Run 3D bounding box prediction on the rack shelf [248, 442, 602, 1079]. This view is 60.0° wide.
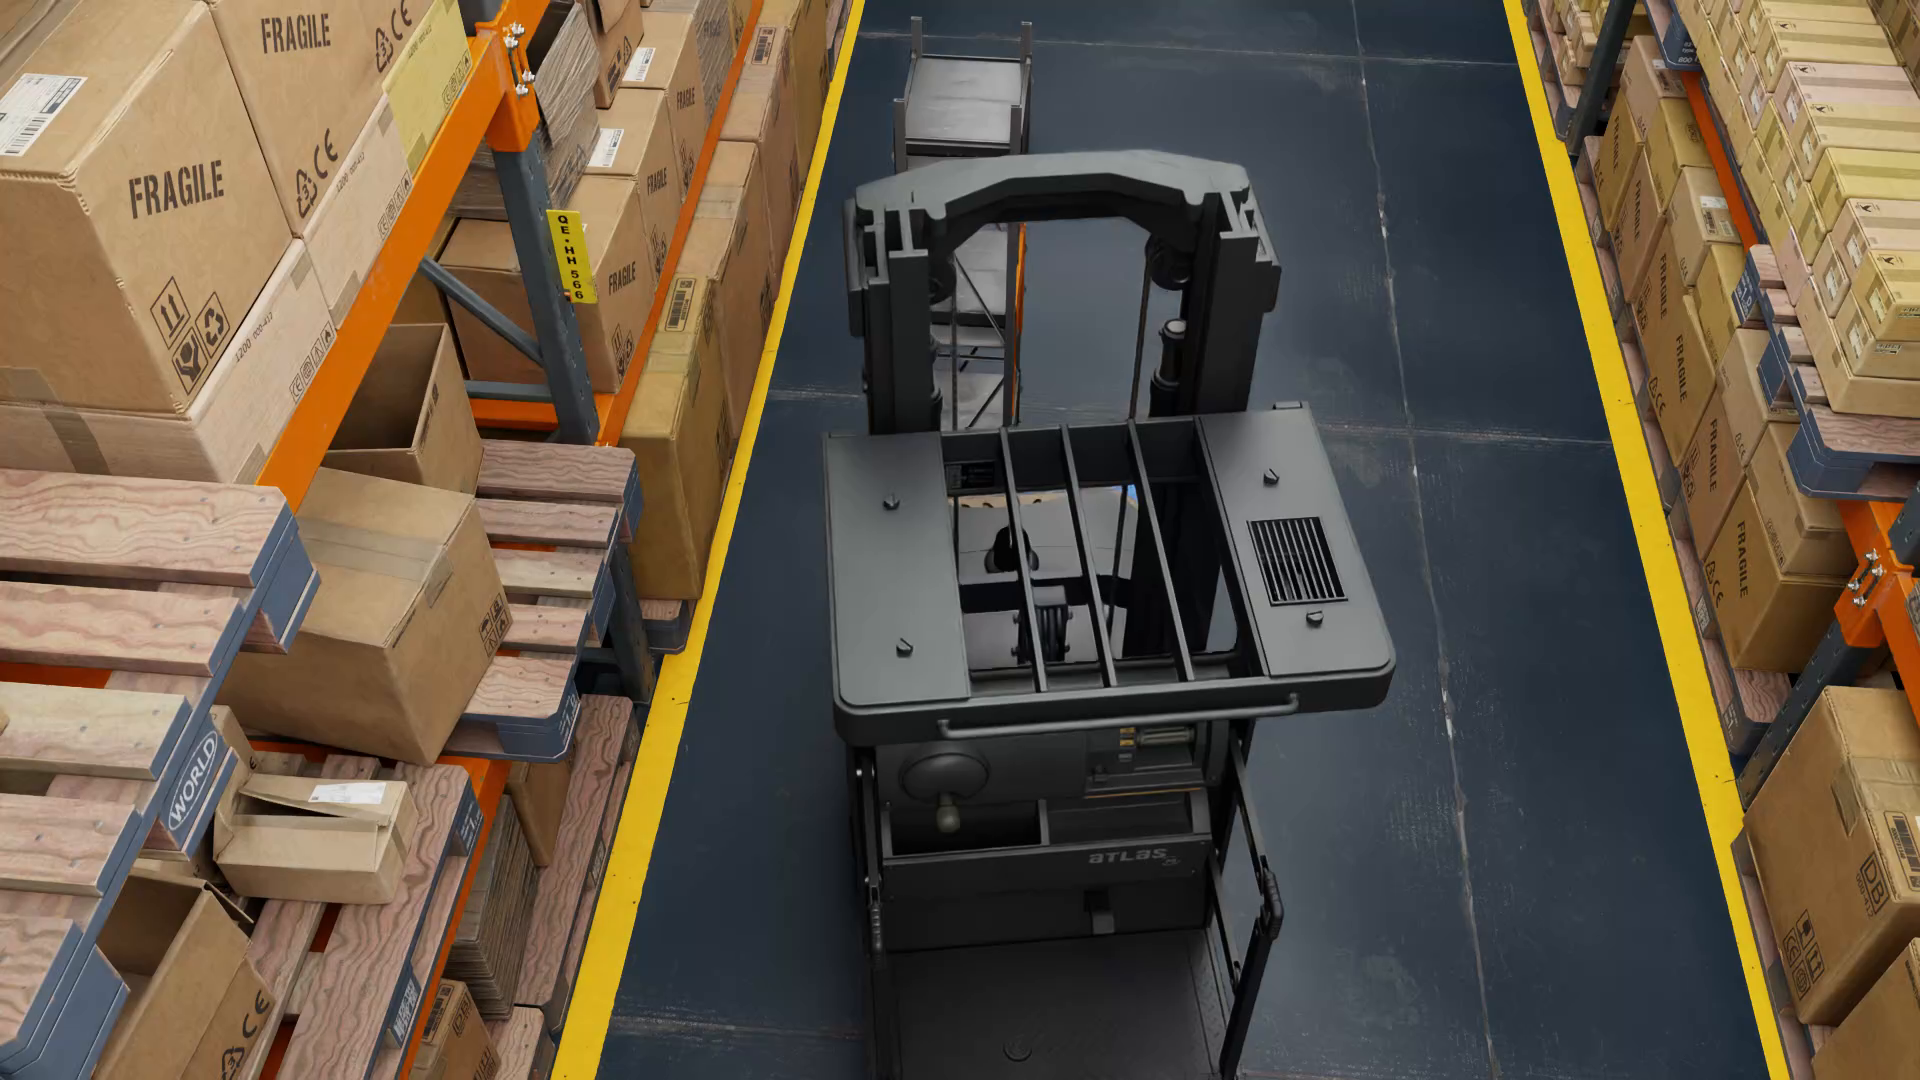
[{"bbox_3d":[-1.833,1.241,4.095,1.077,0.370,4.000,4,48,4],"label":"rack shelf"}]

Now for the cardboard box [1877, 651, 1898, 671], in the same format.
[{"bbox_3d":[3.598,0.136,6.028,0.500,0.500,0.500,2,48,2],"label":"cardboard box"}]

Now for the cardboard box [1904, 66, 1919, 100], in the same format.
[{"bbox_3d":[3.665,-1.601,6.093,0.380,0.149,0.250,2,48,2],"label":"cardboard box"}]

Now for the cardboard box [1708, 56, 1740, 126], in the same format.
[{"bbox_3d":[3.010,-1.656,6.144,0.380,0.149,0.250,2,48,2],"label":"cardboard box"}]

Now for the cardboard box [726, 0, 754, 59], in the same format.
[{"bbox_3d":[-1.149,-2.335,6.811,0.500,0.500,0.500,3,48,3],"label":"cardboard box"}]

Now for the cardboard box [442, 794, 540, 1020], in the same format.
[{"bbox_3d":[-1.729,1.126,5.109,0.700,0.500,0.500,0,48,0],"label":"cardboard box"}]

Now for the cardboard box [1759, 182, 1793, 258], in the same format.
[{"bbox_3d":[2.941,-1.068,5.606,0.380,0.149,0.250,3,48,3],"label":"cardboard box"}]

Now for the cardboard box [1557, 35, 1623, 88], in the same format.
[{"bbox_3d":[3.341,-2.493,8.671,0.380,0.149,0.250,4,48,4],"label":"cardboard box"}]

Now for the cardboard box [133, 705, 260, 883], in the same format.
[{"bbox_3d":[-2.032,0.654,3.962,0.500,0.250,0.500,3,48,2],"label":"cardboard box"}]

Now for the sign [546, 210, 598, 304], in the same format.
[{"bbox_3d":[-1.109,-0.806,4.749,0.100,0.325,0.005,4,48,4],"label":"sign"}]

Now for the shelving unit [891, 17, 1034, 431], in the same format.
[{"bbox_3d":[0.015,-0.830,6.112,0.431,2.100,0.503,4,48,4],"label":"shelving unit"}]

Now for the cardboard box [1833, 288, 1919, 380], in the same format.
[{"bbox_3d":[2.871,-0.614,4.989,0.380,0.149,0.250,5,48,4],"label":"cardboard box"}]

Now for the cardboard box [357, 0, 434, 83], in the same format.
[{"bbox_3d":[-1.445,-1.319,3.510,0.500,0.500,0.500,5,48,5],"label":"cardboard box"}]

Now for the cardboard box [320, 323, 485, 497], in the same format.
[{"bbox_3d":[-1.660,-0.247,4.617,0.500,0.500,0.500,-1,48,-1],"label":"cardboard box"}]

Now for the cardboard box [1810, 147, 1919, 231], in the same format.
[{"bbox_3d":[2.917,-1.089,5.222,0.380,0.149,0.250,5,48,5],"label":"cardboard box"}]

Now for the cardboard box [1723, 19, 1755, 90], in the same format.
[{"bbox_3d":[3.010,-1.752,6.030,0.380,0.149,0.250,3,48,3],"label":"cardboard box"}]

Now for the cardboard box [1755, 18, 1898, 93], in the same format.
[{"bbox_3d":[2.988,-1.662,5.746,0.380,0.149,0.250,6,48,5],"label":"cardboard box"}]

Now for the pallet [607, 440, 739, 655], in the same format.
[{"bbox_3d":[-1.504,-0.104,6.728,1.003,0.211,1.213,4,48,4],"label":"pallet"}]

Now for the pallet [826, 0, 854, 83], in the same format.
[{"bbox_3d":[-1.139,-3.023,9.398,1.003,0.211,1.213,4,48,4],"label":"pallet"}]

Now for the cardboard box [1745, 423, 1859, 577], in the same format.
[{"bbox_3d":[3.081,-0.135,5.768,0.500,0.250,0.500,3,48,3],"label":"cardboard box"}]

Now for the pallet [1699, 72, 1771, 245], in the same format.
[{"bbox_3d":[3.419,-1.456,6.205,1.003,0.211,1.213,4,48,4],"label":"pallet"}]

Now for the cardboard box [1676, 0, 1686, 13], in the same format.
[{"bbox_3d":[3.080,-2.229,6.668,0.380,0.149,0.250,4,48,4],"label":"cardboard box"}]

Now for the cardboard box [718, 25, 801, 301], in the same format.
[{"bbox_3d":[-1.405,-1.707,7.460,1.225,0.875,0.875,2,48,2],"label":"cardboard box"}]

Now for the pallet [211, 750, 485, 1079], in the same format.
[{"bbox_3d":[-1.790,1.051,3.912,1.003,0.211,1.213,4,48,4],"label":"pallet"}]

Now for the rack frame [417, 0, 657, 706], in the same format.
[{"bbox_3d":[-1.650,-0.471,5.174,1.000,3.000,0.127,4,48,4],"label":"rack frame"}]

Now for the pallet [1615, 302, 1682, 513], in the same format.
[{"bbox_3d":[3.466,-0.591,7.173,1.003,0.211,1.213,4,48,4],"label":"pallet"}]

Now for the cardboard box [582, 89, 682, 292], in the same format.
[{"bbox_3d":[-1.291,-1.223,5.794,0.500,0.500,0.500,3,48,2],"label":"cardboard box"}]

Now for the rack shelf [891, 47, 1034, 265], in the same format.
[{"bbox_3d":[0.015,-1.294,5.606,0.431,0.518,0.480,4,48,4],"label":"rack shelf"}]

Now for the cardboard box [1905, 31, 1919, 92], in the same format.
[{"bbox_3d":[3.660,-1.707,5.989,0.380,0.149,0.250,5,48,5],"label":"cardboard box"}]

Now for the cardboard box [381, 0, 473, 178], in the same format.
[{"bbox_3d":[-1.450,-1.067,3.788,0.500,0.250,0.500,4,48,4],"label":"cardboard box"}]

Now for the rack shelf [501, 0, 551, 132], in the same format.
[{"bbox_3d":[-1.468,-2.710,5.677,1.077,0.370,4.000,4,48,4],"label":"rack shelf"}]

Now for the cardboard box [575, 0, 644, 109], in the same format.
[{"bbox_3d":[-1.506,-1.858,5.695,0.797,0.503,0.637,5,48,4],"label":"cardboard box"}]

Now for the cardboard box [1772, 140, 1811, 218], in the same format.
[{"bbox_3d":[2.939,-1.188,5.514,0.380,0.149,0.250,4,48,4],"label":"cardboard box"}]

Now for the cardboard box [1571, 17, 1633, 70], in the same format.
[{"bbox_3d":[3.356,-2.536,8.508,0.380,0.149,0.250,5,48,4],"label":"cardboard box"}]

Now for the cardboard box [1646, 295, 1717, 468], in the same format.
[{"bbox_3d":[3.162,-0.634,6.732,0.500,0.500,0.500,2,48,2],"label":"cardboard box"}]

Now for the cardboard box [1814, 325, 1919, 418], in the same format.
[{"bbox_3d":[2.867,-0.514,5.099,0.380,0.149,0.250,5,48,4],"label":"cardboard box"}]

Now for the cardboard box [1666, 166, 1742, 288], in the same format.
[{"bbox_3d":[3.217,-1.263,6.799,0.500,0.250,0.500,6,48,5],"label":"cardboard box"}]

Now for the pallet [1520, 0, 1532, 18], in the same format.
[{"bbox_3d":[3.779,-3.457,9.794,1.003,0.211,1.213,4,48,4],"label":"pallet"}]

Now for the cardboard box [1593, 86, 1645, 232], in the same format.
[{"bbox_3d":[3.313,-1.776,7.777,0.500,0.500,0.500,6,48,5],"label":"cardboard box"}]

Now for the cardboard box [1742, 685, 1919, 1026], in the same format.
[{"bbox_3d":[3.135,0.996,5.073,1.050,0.750,0.750,3,48,3],"label":"cardboard box"}]

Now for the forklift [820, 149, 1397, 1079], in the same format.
[{"bbox_3d":[0.263,0.644,4.200,1.130,2.935,3.031,-4,48,-4],"label":"forklift"}]
